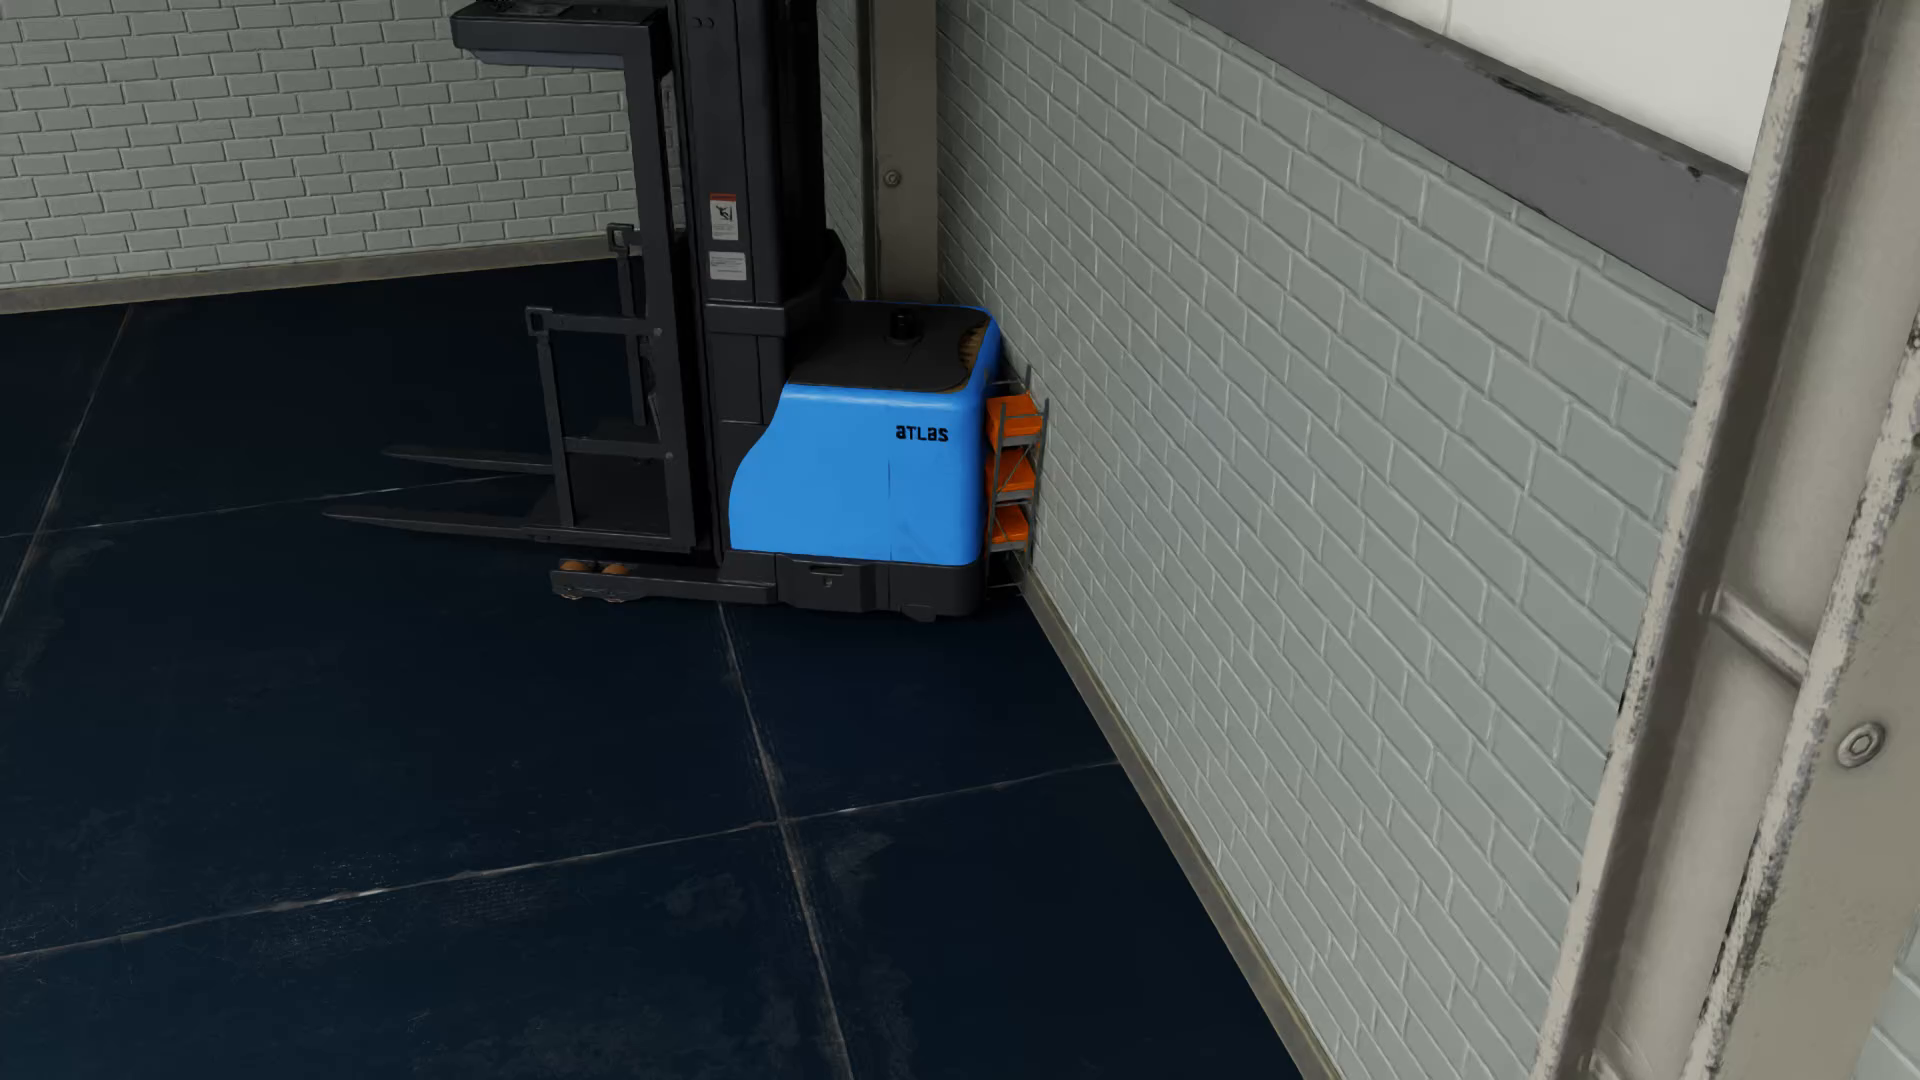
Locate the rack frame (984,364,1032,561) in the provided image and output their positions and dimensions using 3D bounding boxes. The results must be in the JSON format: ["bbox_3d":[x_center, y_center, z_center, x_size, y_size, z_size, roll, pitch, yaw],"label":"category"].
[{"bbox_3d":[0.160,-0.304,7.127,0.200,1.050,0.008,-7,41,-14],"label":"rack frame"}]

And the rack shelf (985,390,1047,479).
[{"bbox_3d":[0.212,-0.436,6.864,0.215,0.259,0.240,-7,41,-14],"label":"rack shelf"}]

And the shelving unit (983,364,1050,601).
[{"bbox_3d":[0.193,-0.227,7.038,0.215,1.050,0.252,-7,41,-14],"label":"shelving unit"}]

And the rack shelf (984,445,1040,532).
[{"bbox_3d":[0.192,-0.219,7.045,0.215,0.259,0.240,-7,41,-14],"label":"rack shelf"}]

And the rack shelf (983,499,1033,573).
[{"bbox_3d":[0.172,-0.005,7.222,0.215,0.259,0.240,-7,41,-14],"label":"rack shelf"}]

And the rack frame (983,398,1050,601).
[{"bbox_3d":[0.225,-0.150,6.949,0.200,1.050,0.008,-7,41,-14],"label":"rack frame"}]

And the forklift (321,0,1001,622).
[{"bbox_3d":[-1.343,-1.249,6.981,3.031,2.935,1.130,4,30,7],"label":"forklift"}]

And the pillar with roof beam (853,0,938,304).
[{"bbox_3d":[-4.453,-3.912,5.526,9.100,9.000,0.400,-8,31,-13],"label":"pillar with roof beam"}]
